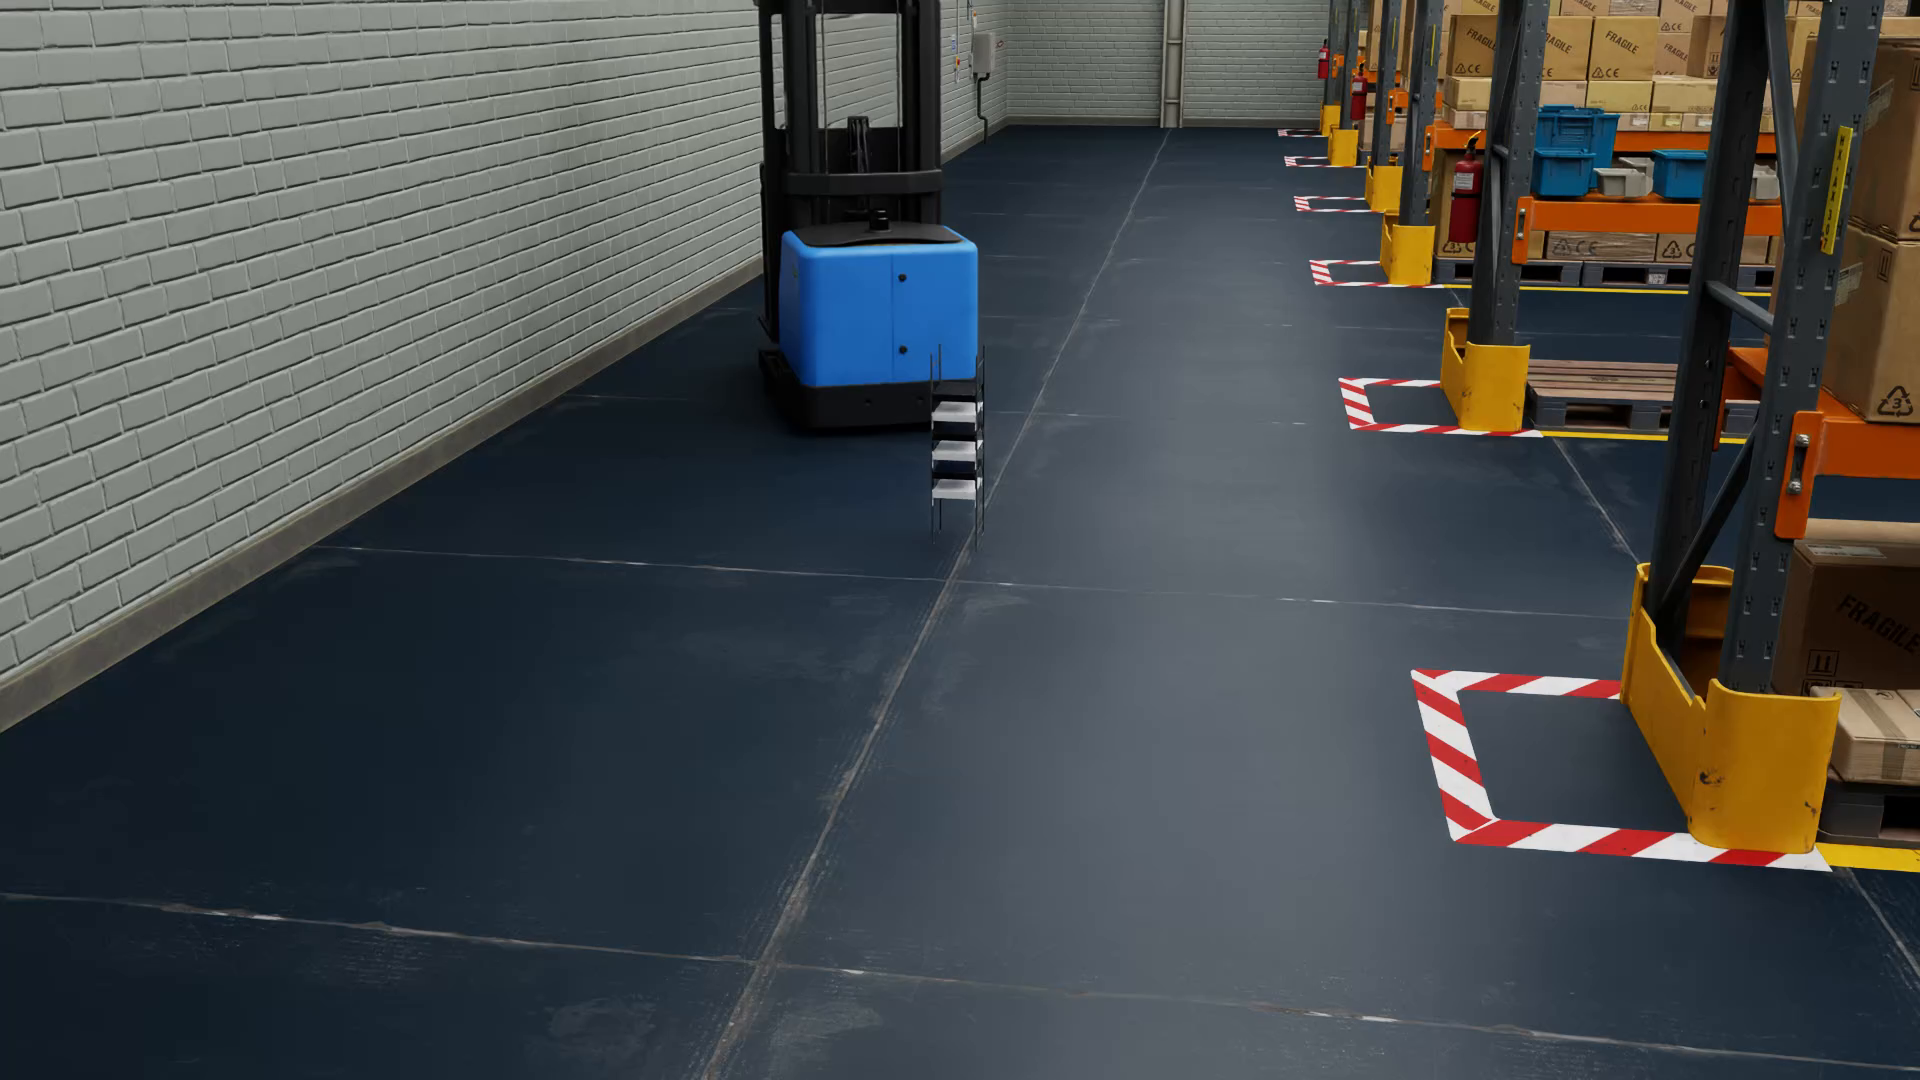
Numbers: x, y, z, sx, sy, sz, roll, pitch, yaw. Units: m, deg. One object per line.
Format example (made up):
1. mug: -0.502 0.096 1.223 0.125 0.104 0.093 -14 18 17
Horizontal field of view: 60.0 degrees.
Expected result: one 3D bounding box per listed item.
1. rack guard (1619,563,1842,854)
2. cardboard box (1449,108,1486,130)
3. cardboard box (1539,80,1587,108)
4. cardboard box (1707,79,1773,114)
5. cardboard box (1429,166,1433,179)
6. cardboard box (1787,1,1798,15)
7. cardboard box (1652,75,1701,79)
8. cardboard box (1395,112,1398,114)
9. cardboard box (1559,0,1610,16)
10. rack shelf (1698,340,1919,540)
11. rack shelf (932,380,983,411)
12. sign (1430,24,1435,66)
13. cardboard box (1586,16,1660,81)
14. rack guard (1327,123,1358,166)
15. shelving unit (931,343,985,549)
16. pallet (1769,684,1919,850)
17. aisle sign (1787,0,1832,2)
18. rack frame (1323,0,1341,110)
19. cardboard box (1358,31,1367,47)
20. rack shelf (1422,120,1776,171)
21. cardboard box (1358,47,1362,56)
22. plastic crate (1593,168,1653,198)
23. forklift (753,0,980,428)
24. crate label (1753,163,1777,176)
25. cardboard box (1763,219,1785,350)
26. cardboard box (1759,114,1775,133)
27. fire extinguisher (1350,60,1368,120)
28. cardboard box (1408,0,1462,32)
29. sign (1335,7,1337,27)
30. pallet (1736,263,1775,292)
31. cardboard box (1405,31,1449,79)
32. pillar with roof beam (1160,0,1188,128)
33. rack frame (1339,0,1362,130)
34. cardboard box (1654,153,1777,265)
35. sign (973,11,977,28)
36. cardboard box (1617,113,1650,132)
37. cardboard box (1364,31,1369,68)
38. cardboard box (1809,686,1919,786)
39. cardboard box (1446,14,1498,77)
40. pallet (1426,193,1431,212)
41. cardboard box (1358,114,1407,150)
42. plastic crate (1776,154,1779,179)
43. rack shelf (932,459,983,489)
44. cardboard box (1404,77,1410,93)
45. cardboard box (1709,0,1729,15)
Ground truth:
1. rack guard: 2.472 0.507 5.420 0.348 0.500 1.175 3 19 9
2. cardboard box: 4.270 -3.545 13.987 0.250 0.149 0.380 3 19 9
3. cardboard box: 4.917 -3.722 13.890 0.500 0.250 0.500 3 19 8
4. cardboard box: 6.428 -3.645 13.658 0.500 0.250 0.500 3 19 10
5. cardboard box: 5.335 -4.216 18.958 0.250 0.149 0.380 4 19 11
6. cardboard box: 10.883 -7.055 22.349 0.500 0.500 0.500 2 19 7
7. cardboard box: 6.010 -3.838 14.235 0.500 0.250 0.500 3 19 9
8. cardboard box: 7.329 -7.198 28.342 0.250 0.149 0.380 2 19 6
9. cardboard box: 6.772 -5.810 18.159 0.500 0.500 0.500 2 19 7
10. rack shelf: 4.371 -0.240 4.848 4.000 0.370 1.077 3 19 9
11. rack shelf: -0.008 -0.652 7.507 0.200 0.077 0.258 3 19 9
12. sign: 3.878 -4.060 13.641 0.005 0.325 0.100 3 19 9
13. cardboard box: 5.409 -4.053 13.695 0.500 0.500 0.500 2 19 7
14. rack guard: 5.520 -5.706 23.989 0.348 0.500 1.175 3 19 9
15. shelving unit: -0.008 -0.427 7.582 0.210 0.900 0.258 3 19 9
16. pallet: 3.259 0.684 5.347 1.213 0.211 1.003 3 19 9
17. aisle sign: 2.283 -1.826 4.358 0.004 0.787 0.394 3 19 9
18. rack frame: 6.327 -8.445 28.237 0.127 3.000 1.000 3 19 9
19. cardboard box: 6.732 -8.408 27.893 0.500 0.250 0.500 3 19 9
20. rack shelf: 5.946 -3.344 14.123 4.000 0.370 1.077 3 19 9
21. cardboard box: 6.608 -8.224 27.971 0.250 0.149 0.380 3 19 8
22. plastic crate: 3.681 -1.979 9.234 0.298 0.136 0.250 3 19 9
23. forklift: -0.714 -2.449 10.425 1.130 2.935 3.031 -4 19 -12
24. crate label: 4.582 -2.127 9.676 0.243 0.136 0.396 3 19 9
25. cardboard box: 2.882 -0.792 5.207 0.500 0.500 0.500 3 19 10
26. cardboard box: 6.552 -3.429 13.642 0.250 0.149 0.380 3 19 10
27. fire extinguisher: 4.682 -5.278 19.480 0.183 0.674 0.296 3 19 9
28. cardboard box: 5.259 -5.891 18.401 0.500 0.500 0.500 3 19 8
29. sign: 6.241 -8.686 27.592 0.005 0.325 0.100 3 19 9
30. pallet: 7.182 -2.324 14.338 1.213 0.211 1.003 3 19 9
31. cardboard box: 5.257 -5.414 18.550 0.500 0.500 0.500 4 19 11
32. pillar with roof beam: 3.125 -10.360 24.504 0.400 9.000 9.100 3 19 9
33. rack frame: 5.543 -6.890 23.589 0.127 3.000 1.000 3 19 9
34. cardboard box: 6.393 -2.879 14.288 0.875 0.875 0.875 3 19 9
35. sign: 0.236 -8.202 26.208 0.001 0.242 0.339 3 19 9
36. cardboard box: 5.540 -3.481 13.796 0.250 0.149 0.380 3 19 8
37. cardboard box: 6.062 -6.996 23.748 0.500 0.500 0.500 3 19 9
38. cardboard box: 2.755 0.590 5.033 0.250 0.149 0.380 3 19 9
39. cardboard box: 4.494 -4.269 14.340 0.500 0.500 0.500 3 19 9
40. pallet: 5.730 -3.956 19.215 1.213 0.211 1.003 3 19 9
41. cardboard box: 6.211 -5.872 23.923 0.875 0.438 0.875 2 19 7
42. plastic crate: 4.677 -2.001 9.146 0.300 0.233 0.416 3 19 9
43. rack shelf: -0.008 -0.310 7.622 0.200 0.077 0.258 3 19 9
44. cardboard box: 5.126 -5.096 18.623 0.250 0.149 0.380 3 19 8
45. cardboard box: 8.300 -5.734 17.933 0.500 0.500 0.500 2 19 7
